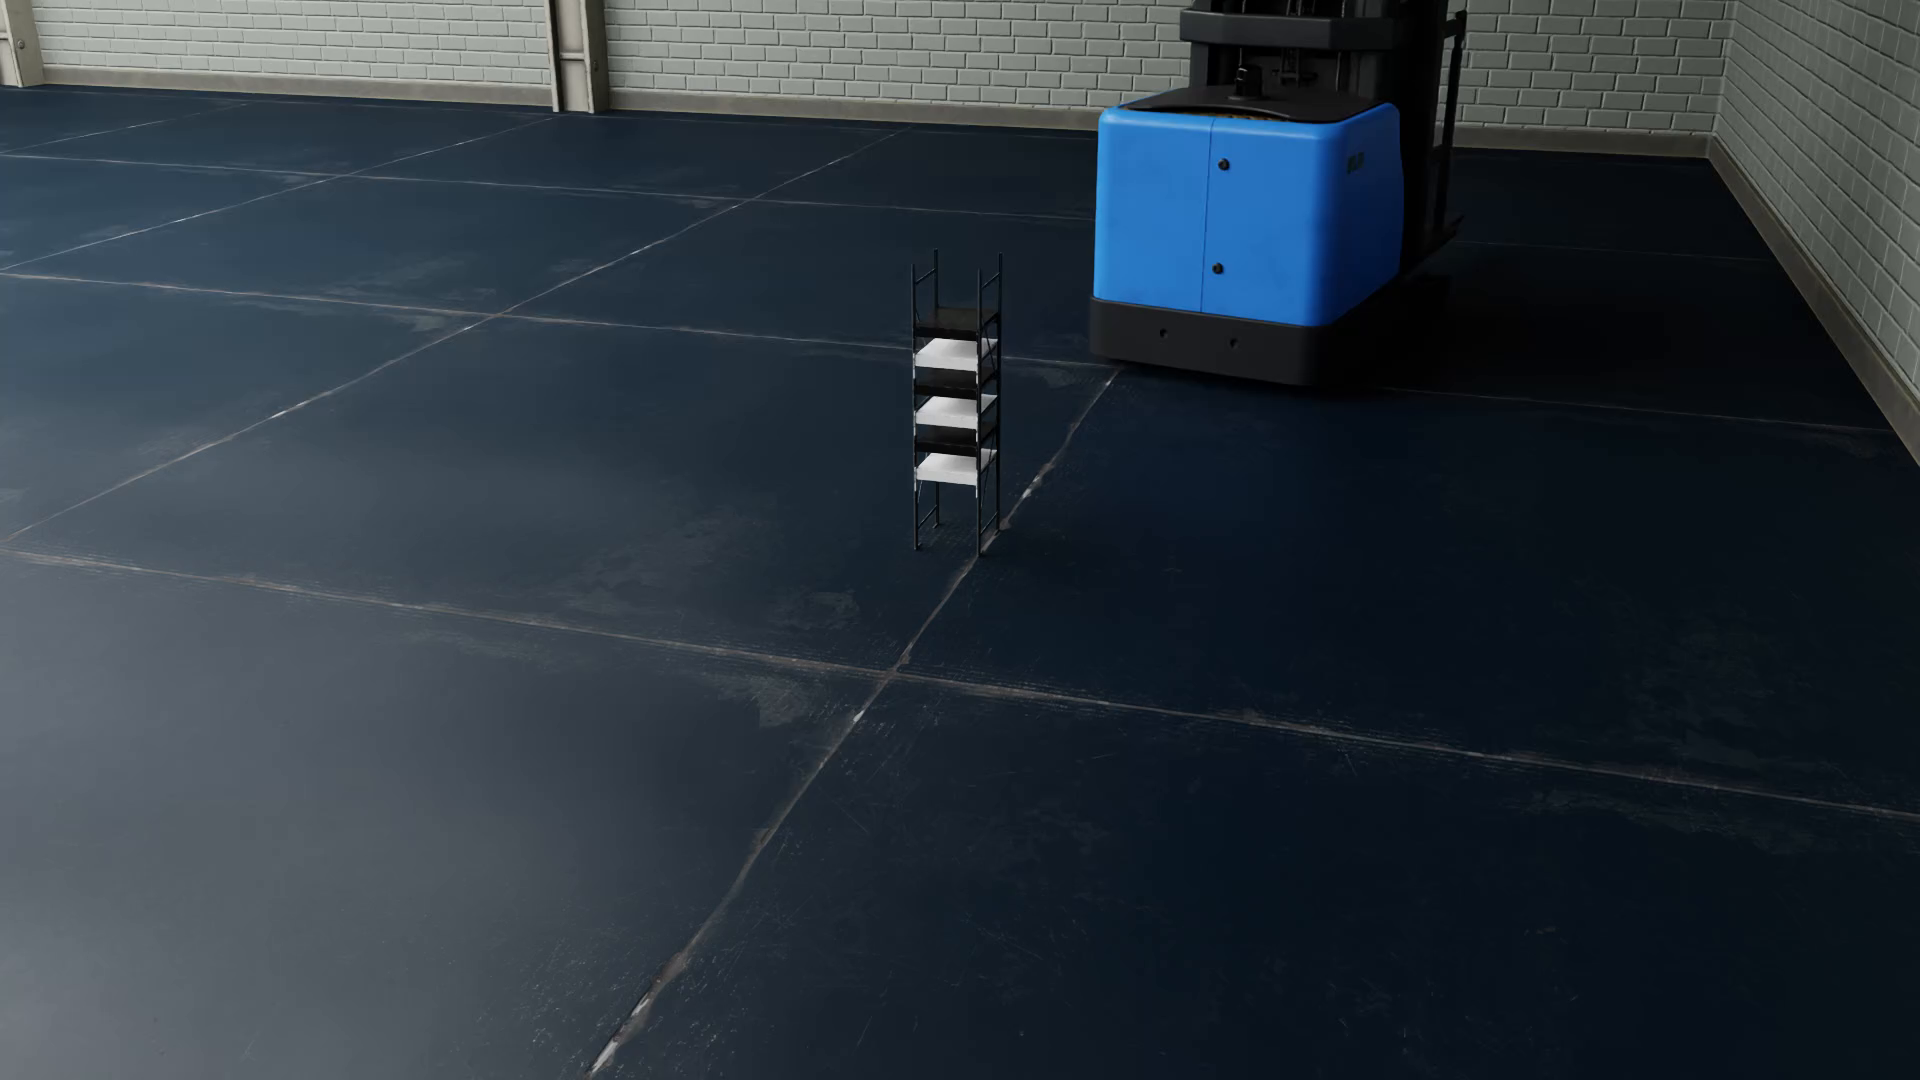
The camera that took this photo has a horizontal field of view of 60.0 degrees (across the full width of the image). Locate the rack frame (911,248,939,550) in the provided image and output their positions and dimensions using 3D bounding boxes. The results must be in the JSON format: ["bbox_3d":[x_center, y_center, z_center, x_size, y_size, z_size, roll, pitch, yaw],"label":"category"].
[{"bbox_3d":[-0.105,-0.428,5.129,0.006,0.900,0.240,7,23,16],"label":"rack frame"}]

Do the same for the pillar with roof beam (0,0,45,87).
[{"bbox_3d":[-10.226,-6.946,10.346,0.400,9.000,9.100,7,23,16],"label":"pillar with roof beam"}]

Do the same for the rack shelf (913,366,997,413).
[{"bbox_3d":[-0.008,-0.470,5.080,0.200,0.077,0.258,7,23,16],"label":"rack shelf"}]

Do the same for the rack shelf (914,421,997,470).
[{"bbox_3d":[-0.008,-0.303,5.148,0.200,0.077,0.258,7,23,16],"label":"rack shelf"}]

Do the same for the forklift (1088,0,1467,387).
[{"bbox_3d":[1.696,-2.477,7.446,1.130,2.935,3.031,12,25,27],"label":"forklift"}]

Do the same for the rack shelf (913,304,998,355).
[{"bbox_3d":[-0.008,-0.636,5.012,0.200,0.077,0.258,7,23,16],"label":"rack shelf"}]

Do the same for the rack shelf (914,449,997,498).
[{"bbox_3d":[-0.008,-0.220,5.182,0.200,0.077,0.258,7,23,16],"label":"rack shelf"}]

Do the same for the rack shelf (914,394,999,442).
[{"bbox_3d":[-0.008,-0.386,5.114,0.200,0.077,0.258,7,23,16],"label":"rack shelf"}]

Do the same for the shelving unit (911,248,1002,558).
[{"bbox_3d":[-0.008,-0.417,5.101,0.210,0.900,0.258,7,23,16],"label":"shelving unit"}]

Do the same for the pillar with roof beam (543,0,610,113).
[{"bbox_3d":[-4.482,-6.288,8.743,0.400,9.000,9.100,7,23,16],"label":"pillar with roof beam"}]

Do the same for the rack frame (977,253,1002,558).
[{"bbox_3d":[0.090,-0.406,5.074,0.006,0.900,0.240,7,23,16],"label":"rack frame"}]

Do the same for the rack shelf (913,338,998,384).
[{"bbox_3d":[-0.008,-0.553,5.046,0.200,0.077,0.258,7,23,16],"label":"rack shelf"}]
